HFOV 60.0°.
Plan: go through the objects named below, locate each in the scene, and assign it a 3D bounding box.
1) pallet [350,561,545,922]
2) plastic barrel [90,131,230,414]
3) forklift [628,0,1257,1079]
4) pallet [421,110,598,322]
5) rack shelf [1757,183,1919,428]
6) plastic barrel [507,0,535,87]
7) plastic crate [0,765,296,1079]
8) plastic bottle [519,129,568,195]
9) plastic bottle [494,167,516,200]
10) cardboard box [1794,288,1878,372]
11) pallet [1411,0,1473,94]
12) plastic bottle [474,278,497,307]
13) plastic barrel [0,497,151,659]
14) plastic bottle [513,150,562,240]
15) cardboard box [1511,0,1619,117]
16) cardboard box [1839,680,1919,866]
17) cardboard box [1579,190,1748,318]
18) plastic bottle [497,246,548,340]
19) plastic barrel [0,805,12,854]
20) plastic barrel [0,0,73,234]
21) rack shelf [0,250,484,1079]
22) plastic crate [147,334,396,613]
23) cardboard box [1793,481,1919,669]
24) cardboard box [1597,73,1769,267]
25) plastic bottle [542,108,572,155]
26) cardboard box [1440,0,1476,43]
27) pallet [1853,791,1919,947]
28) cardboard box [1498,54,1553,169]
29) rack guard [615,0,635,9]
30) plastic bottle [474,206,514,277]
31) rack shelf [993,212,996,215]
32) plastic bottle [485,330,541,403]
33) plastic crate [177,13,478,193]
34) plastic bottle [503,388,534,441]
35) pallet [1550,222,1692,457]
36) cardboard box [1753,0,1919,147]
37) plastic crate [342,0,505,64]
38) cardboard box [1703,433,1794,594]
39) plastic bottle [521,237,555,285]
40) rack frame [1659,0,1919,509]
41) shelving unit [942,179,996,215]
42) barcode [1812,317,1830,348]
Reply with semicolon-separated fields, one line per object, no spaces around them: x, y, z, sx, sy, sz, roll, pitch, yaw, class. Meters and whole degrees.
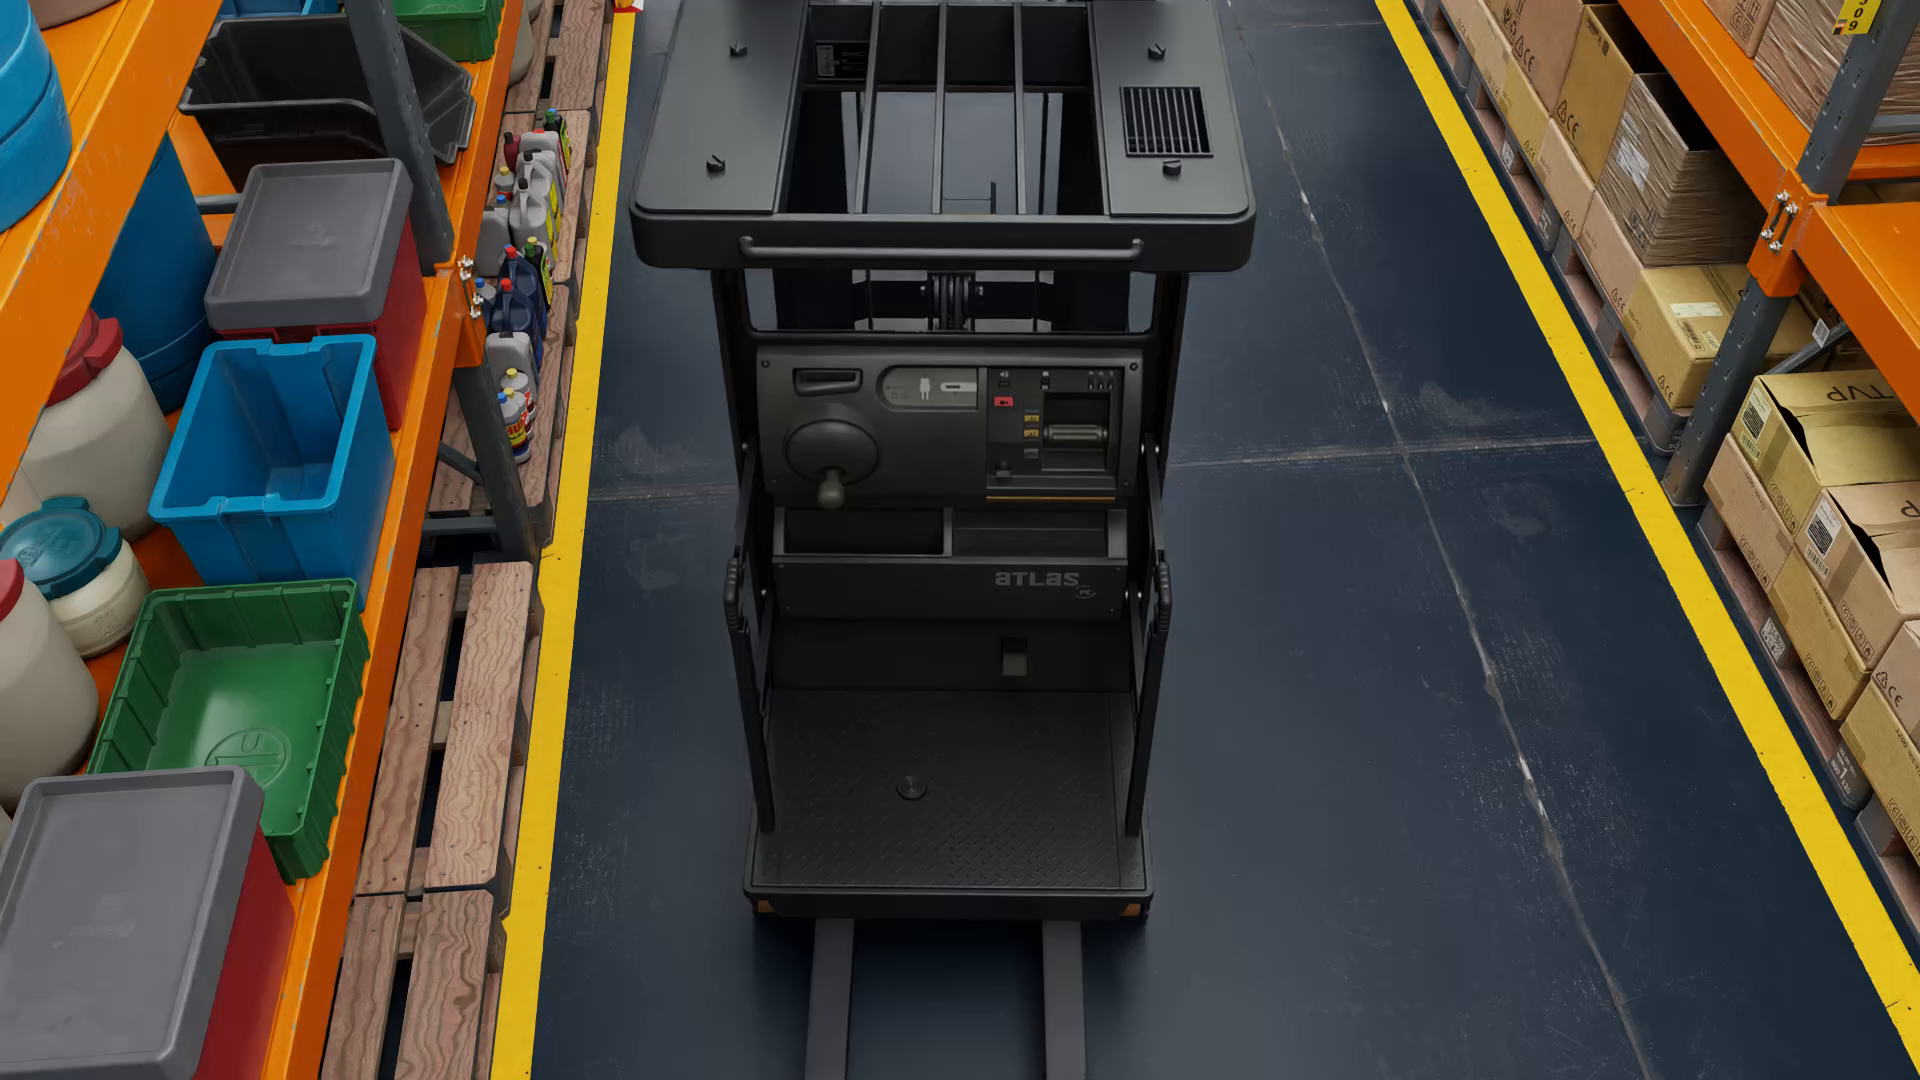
-1.831;0.607;5.029;1.003;0.211;1.213;-3;47;-3;pallet
-2.205;-0.792;4.089;0.600;0.901;0.708;-3;47;-3;plastic barrel
-0.026;-0.175;3.897;1.130;2.935;3.031;0;47;0;forklift
-2.055;-1.332;6.866;1.003;0.211;1.213;-3;47;-3;pallet
3.168;0.479;3.726;1.077;0.370;4.000;-3;47;-3;rack shelf
-2.097;-2.266;7.254;0.421;0.512;0.421;0;47;0;plastic barrel
-1.431;0.767;2.914;0.402;0.464;0.583;-3;47;-3;plastic crate
-1.686;-1.540;6.715;0.152;0.276;0.135;-3;47;-3;plastic bottle
-1.797;-1.393;6.627;0.097;0.201;0.097;0;47;0;plastic bottle
3.264;-0.769;6.016;0.500;0.250;0.500;-3;47;-3;cardboard box
2.772;-2.600;8.067;1.003;0.211;1.213;-3;47;-3;pallet
-1.722;-0.837;6.053;0.097;0.271;0.097;0;47;0;plastic bottle
-1.977;0.097;3.687;0.301;0.262;0.301;0;47;0;plastic barrel
-1.656;-1.346;6.480;0.144;0.351;0.185;-2;47;-2;plastic bottle
2.612;-2.080;6.742;0.500;0.500;0.500;-3;47;-3;cardboard box
2.875;0.637;4.685;0.500;0.250;0.500;-5;47;-5;cardboard box
2.712;-1.099;6.330;0.500;0.250;0.500;-3;47;-3;cardboard box
-1.605;-0.903;6.061;0.144;0.351;0.185;-5;47;-5;plastic bottle
-1.976;0.585;3.036;0.433;0.535;0.433;0;47;0;plastic barrel
-1.567;-0.820;2.049;0.600;0.901;0.708;-3;47;-3;plastic barrel
-1.768;0.777;3.444;1.077;0.370;4.000;-3;47;-3;rack shelf
-1.533;-0.133;3.821;0.392;0.384;0.575;-3;47;-3;plastic crate
2.824;0.069;4.837;0.500;0.311;0.500;-4;47;-4;cardboard box
2.714;-1.357;6.057;0.500;0.500;0.500;-3;47;-3;cardboard box
-1.680;-1.698;6.917;0.097;0.201;0.097;0;47;0;plastic bottle
2.535;-2.546;7.699;0.500;0.250;0.500;-3;47;-3;cardboard box
3.207;1.159;4.507;1.003;0.211;1.213;-3;47;-3;pallet
2.613;-1.822;7.014;0.500;0.250;0.500;-3;47;-3;cardboard box
-2.217;-2.900;8.152;1.175;0.500;0.348;-3;47;-3;rack guard
-1.786;-1.158;6.354;0.152;0.276;0.135;-3;47;-3;plastic bottle
0.017;-0.912;5.515;0.215;0.259;0.240;0;47;0;rack shelf
-1.580;-0.621;5.846;0.152;0.276;0.135;-2;47;-2;plastic bottle
-1.852;-1.282;4.941;0.767;0.338;0.504;-3;47;-3;plastic crate
-1.534;-0.437;5.722;0.097;0.201;0.097;0;47;0;plastic bottle
2.976;-0.835;6.395;1.003;0.211;1.213;-3;47;-3;pallet
2.957;-1.571;5.103;0.700;0.500;0.500;-5;47;-4;cardboard box
-1.768;-1.844;5.576;0.450;0.188;0.662;-3;47;-3;plastic crate
2.788;-0.108;5.391;0.500;0.250;0.500;-5;47;-4;cardboard box
-1.606;-1.058;6.311;0.097;0.201;0.097;0;47;0;plastic bottle
3.001;-1.216;4.835;1.000;3.000;0.127;-3;47;-3;rack frame
0.017;-0.724;5.713;0.215;1.050;0.252;0;47;0;shelving unit
2.607;-0.628;5.036;0.001;0.075;0.075;-3;47;-3;barcode
